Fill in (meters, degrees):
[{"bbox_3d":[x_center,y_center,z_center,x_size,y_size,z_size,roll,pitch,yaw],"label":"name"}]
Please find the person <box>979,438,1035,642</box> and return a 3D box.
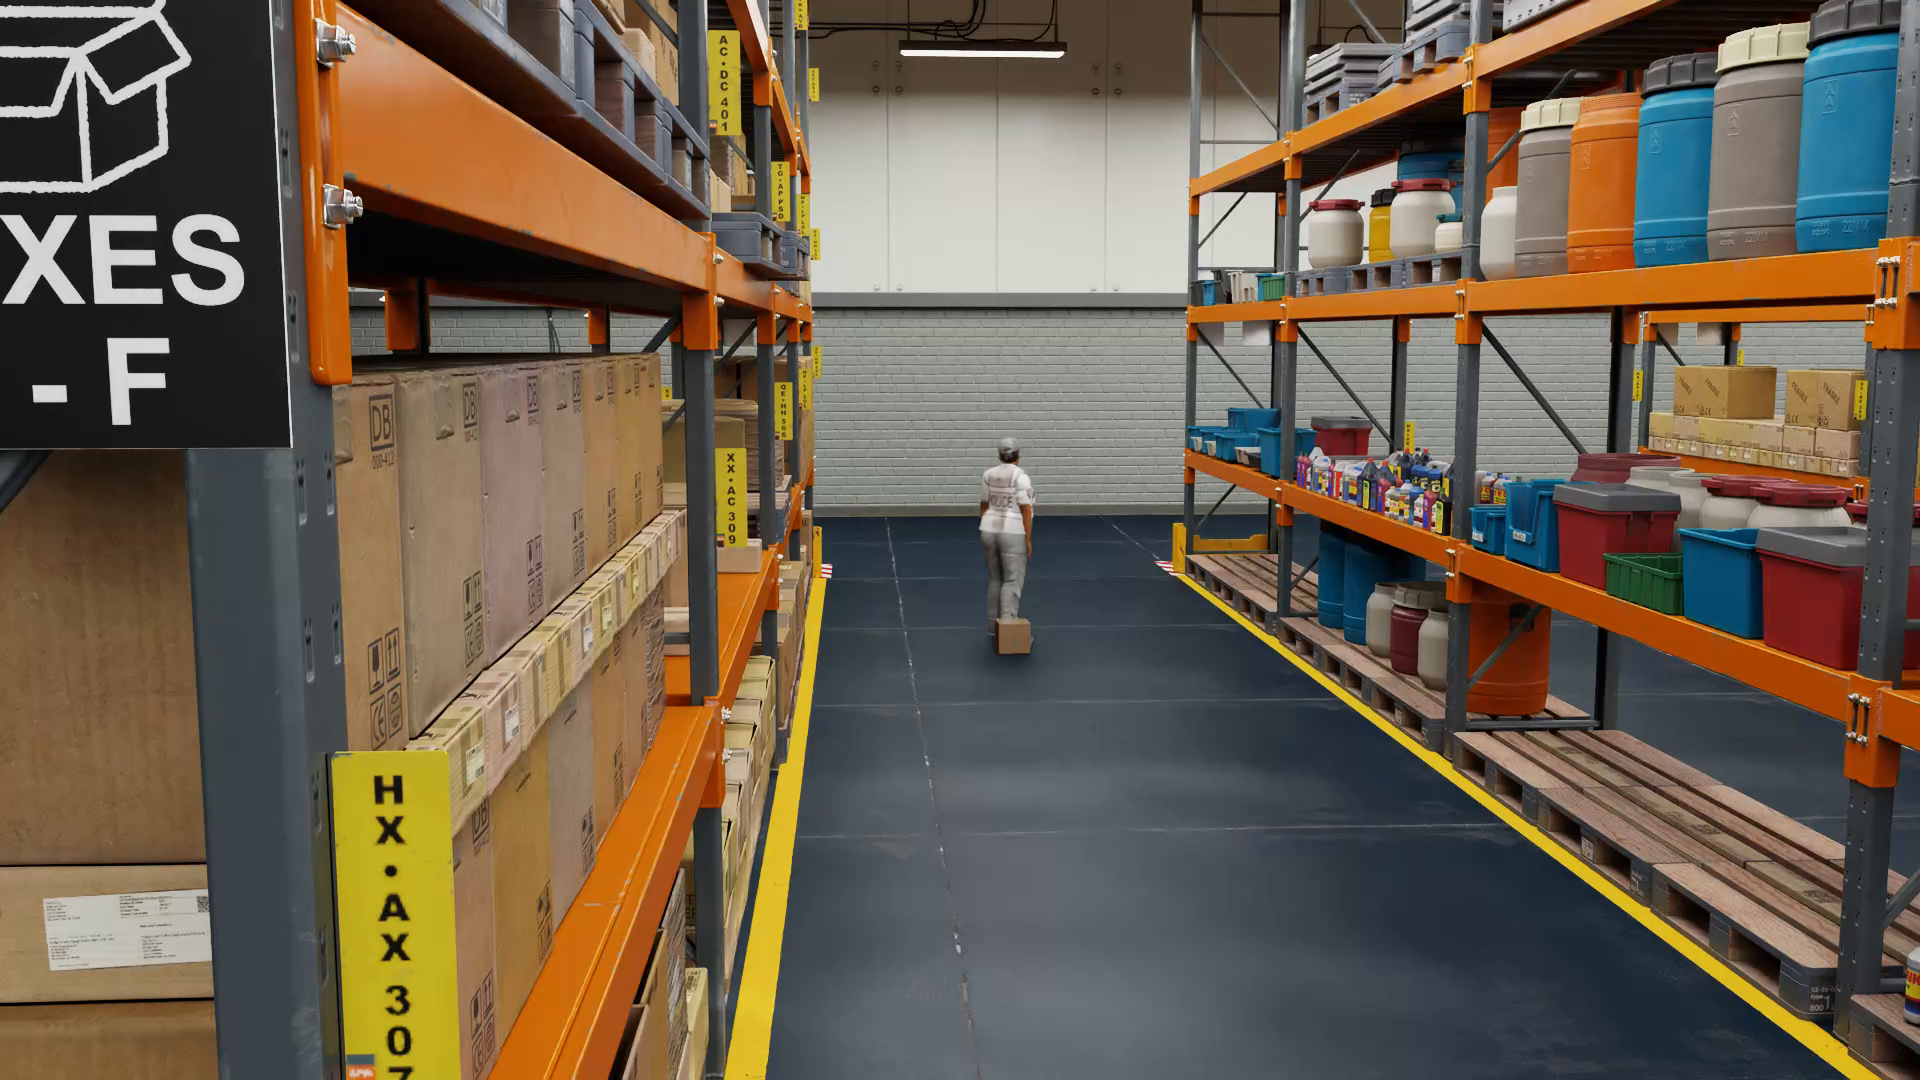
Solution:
[{"bbox_3d":[0.398,-0.008,13.647,0.543,1.661,0.451,7,10,43],"label":"person"}]
